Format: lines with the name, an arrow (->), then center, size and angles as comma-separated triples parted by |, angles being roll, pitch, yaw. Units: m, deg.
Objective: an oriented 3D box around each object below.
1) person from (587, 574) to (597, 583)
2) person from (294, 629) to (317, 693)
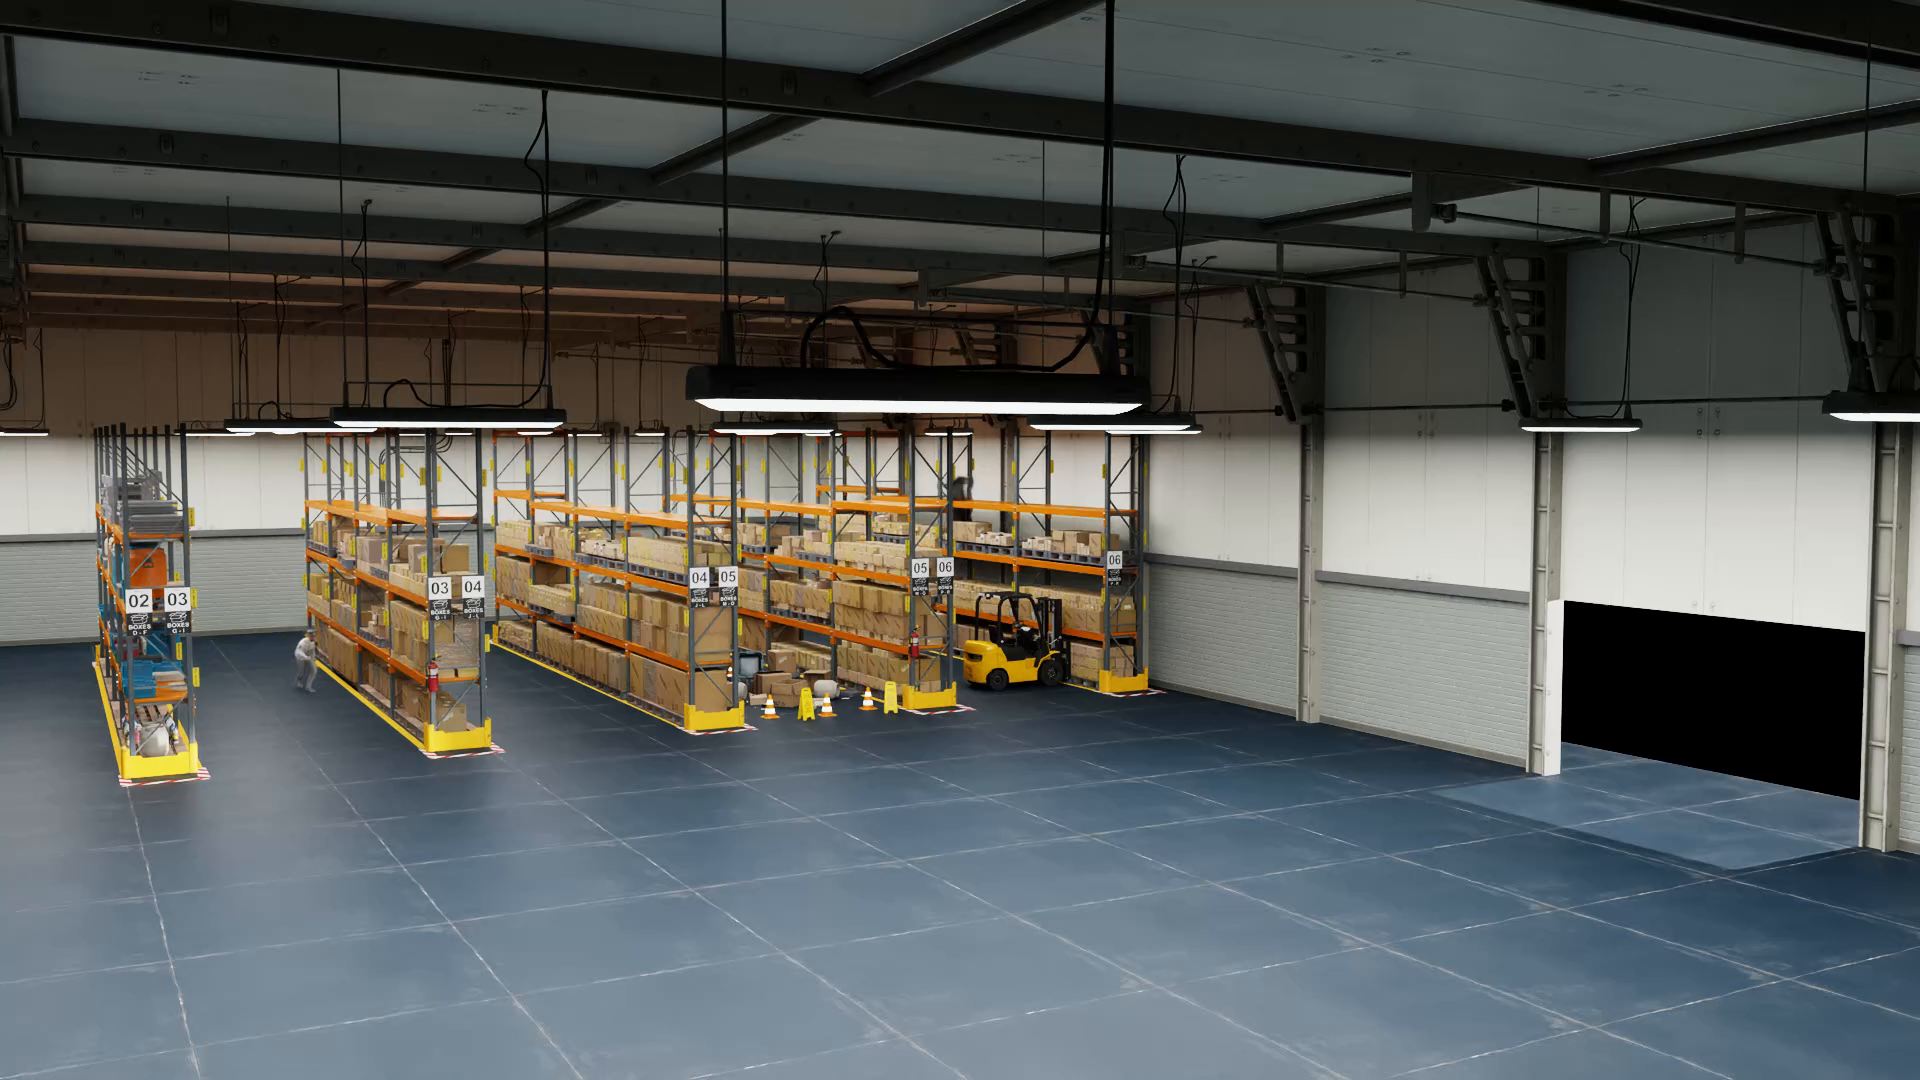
person -> -11.191, 1.851, 50.901 | 0.607, 1.613, 0.737 | 1, 4, 23
person -> -14.898, 2.731, 37.741 | 1.102, 1.459, 0.597 | 3, 5, 40
